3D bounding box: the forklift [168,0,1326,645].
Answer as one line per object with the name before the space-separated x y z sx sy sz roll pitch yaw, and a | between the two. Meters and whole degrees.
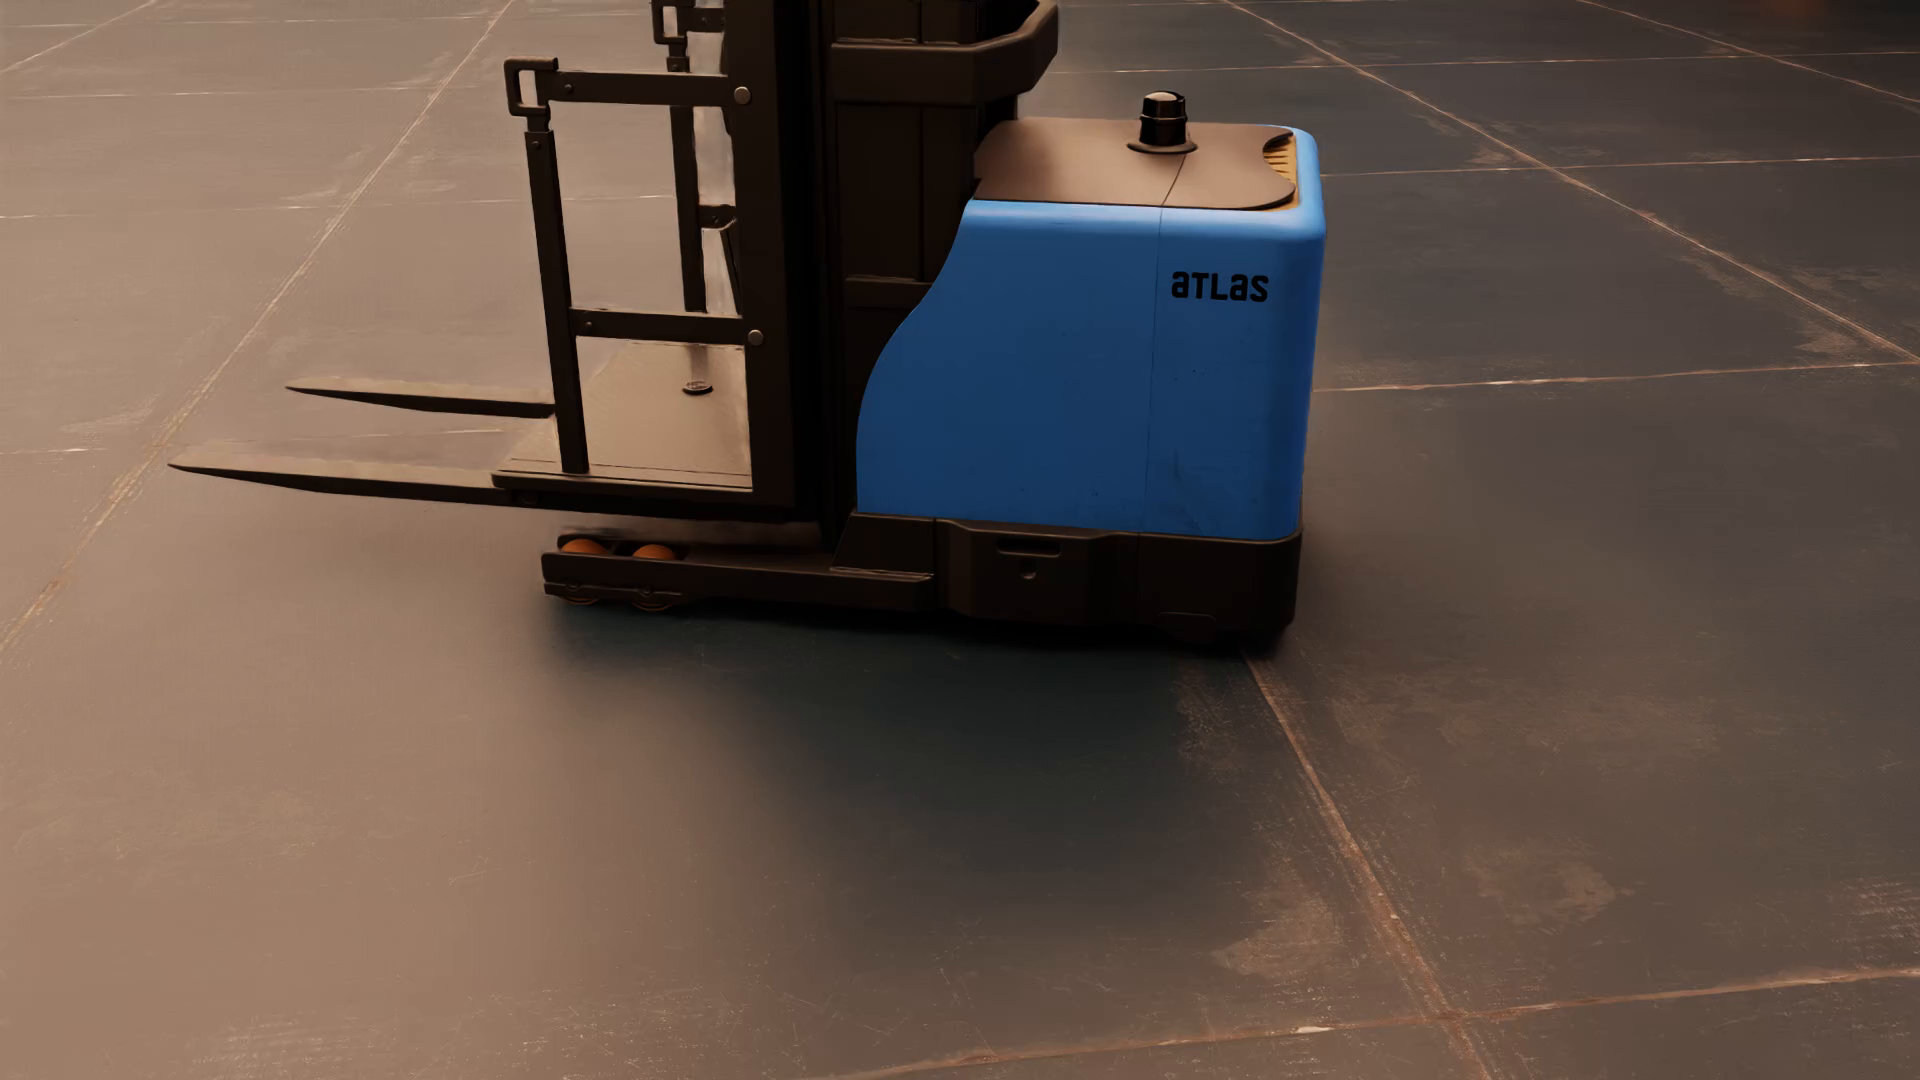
forklift | -0.610 -1.359 4.050 3.031 2.935 1.130 4 26 9
